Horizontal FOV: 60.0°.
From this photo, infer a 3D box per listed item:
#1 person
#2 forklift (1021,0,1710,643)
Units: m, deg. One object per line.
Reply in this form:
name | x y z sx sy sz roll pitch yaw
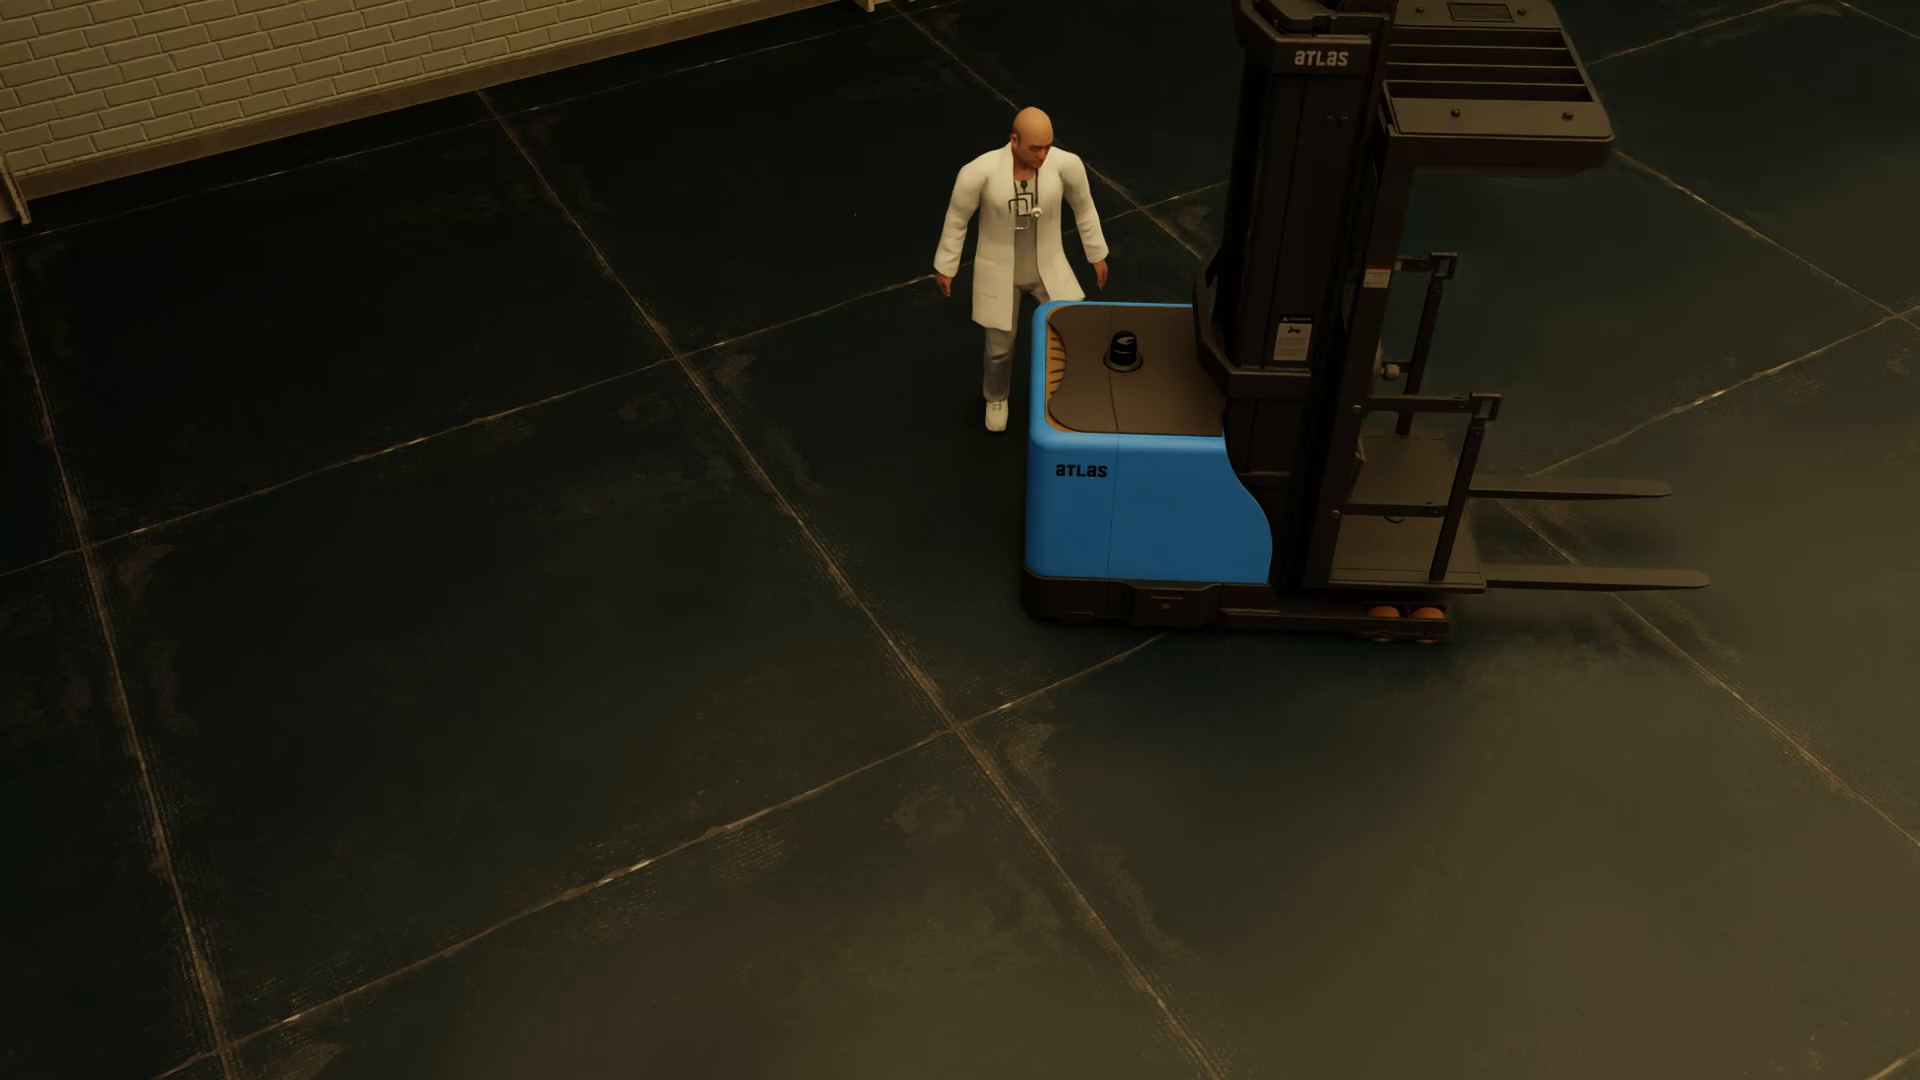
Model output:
person | 0.319 -1.295 7.967 0.878 1.751 0.423 -8 43 -8
forklift | 1.805 -0.990 6.765 3.031 2.935 1.130 2 43 2
